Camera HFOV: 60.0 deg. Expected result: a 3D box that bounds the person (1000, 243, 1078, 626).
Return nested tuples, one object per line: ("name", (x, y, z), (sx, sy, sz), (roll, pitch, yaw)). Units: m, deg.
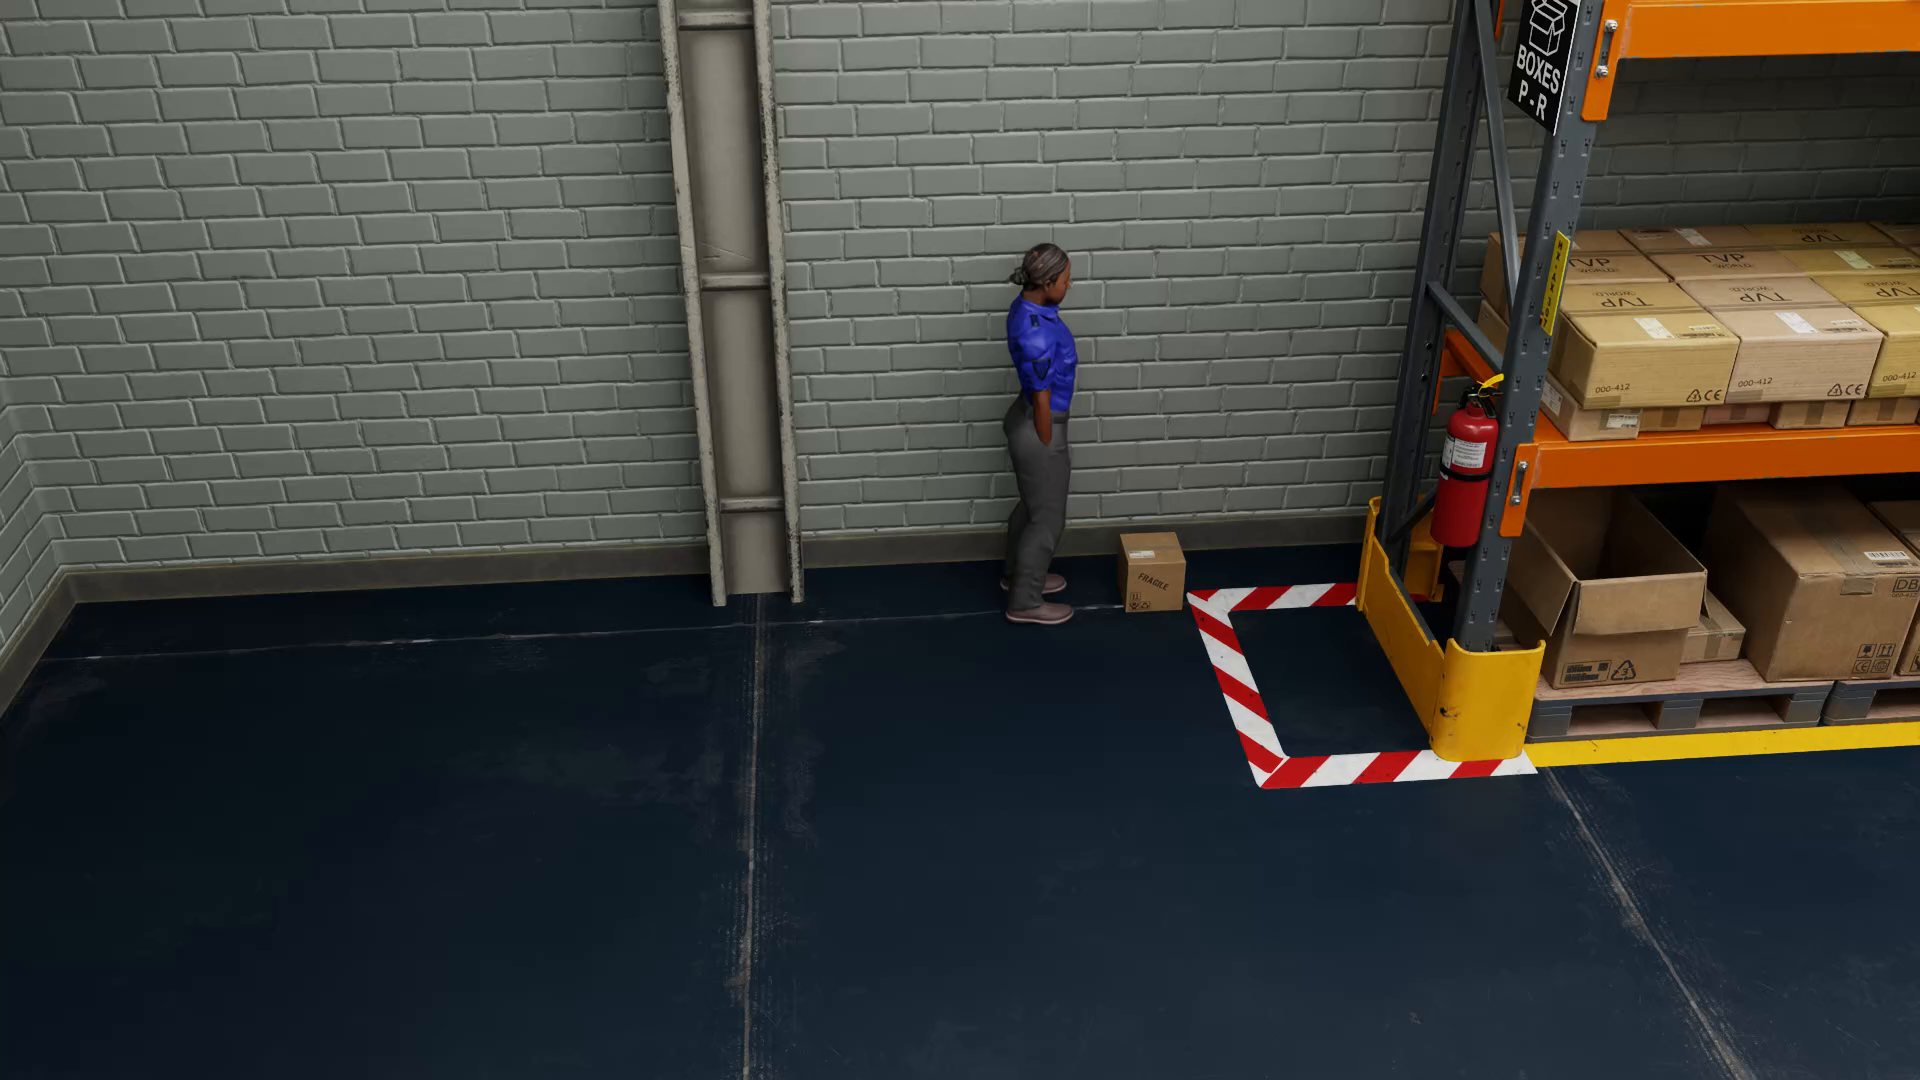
("person", (0.331, -0.433, 6.872), (0.299, 1.642, 0.438), (-2, 31, -4))
